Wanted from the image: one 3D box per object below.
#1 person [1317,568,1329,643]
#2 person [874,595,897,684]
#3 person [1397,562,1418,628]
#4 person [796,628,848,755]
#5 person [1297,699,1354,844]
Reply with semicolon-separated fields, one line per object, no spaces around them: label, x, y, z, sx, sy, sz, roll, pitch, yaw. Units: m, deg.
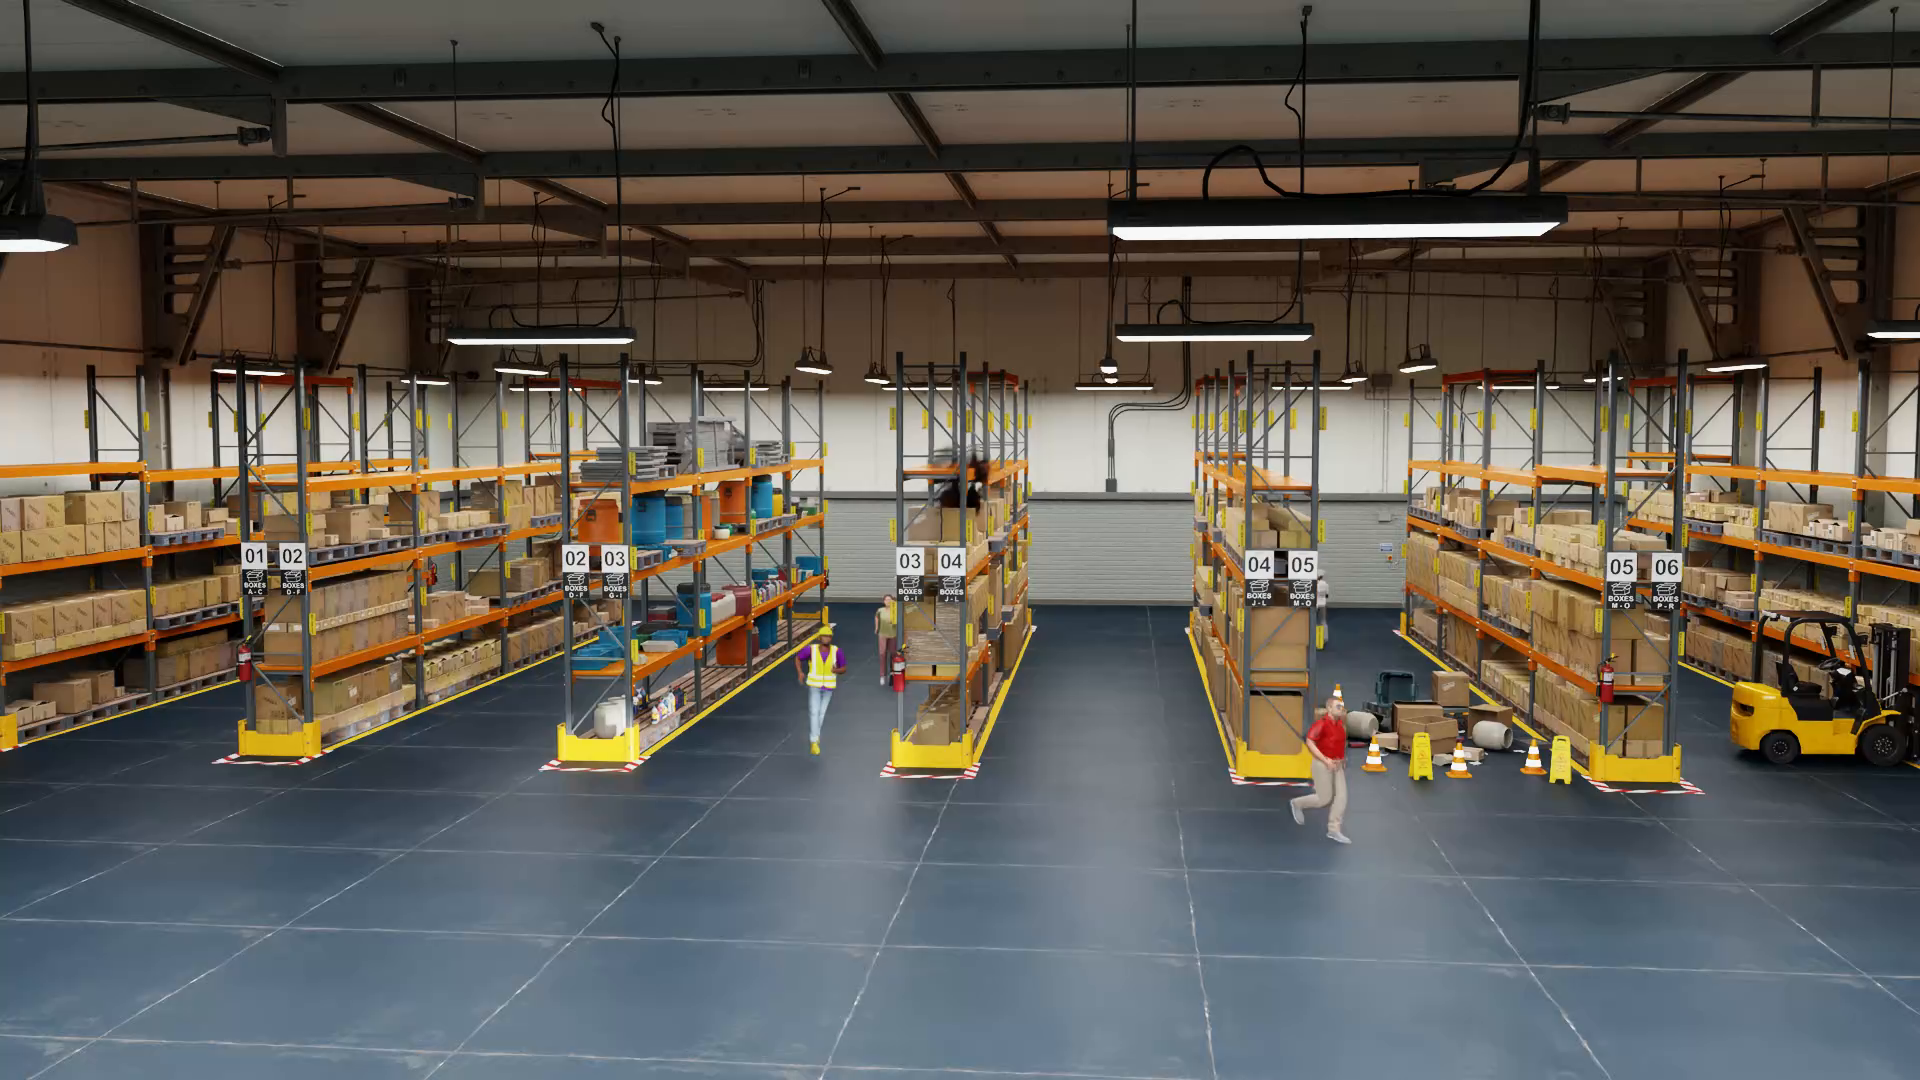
person;8.006;1.509;37.359;0.584;1.737;0.881;0;4;-3
person;-1.378;1.893;31.874;0.573;1.629;0.966;0;4;5
person;10.928;1.304;40.193;0.707;1.754;0.706;2;4;21
person;-1.970;2.142;23.967;0.722;1.750;0.984;-1;4;-17
person;4.429;2.750;20.016;0.715;1.702;0.685;4;6;44
